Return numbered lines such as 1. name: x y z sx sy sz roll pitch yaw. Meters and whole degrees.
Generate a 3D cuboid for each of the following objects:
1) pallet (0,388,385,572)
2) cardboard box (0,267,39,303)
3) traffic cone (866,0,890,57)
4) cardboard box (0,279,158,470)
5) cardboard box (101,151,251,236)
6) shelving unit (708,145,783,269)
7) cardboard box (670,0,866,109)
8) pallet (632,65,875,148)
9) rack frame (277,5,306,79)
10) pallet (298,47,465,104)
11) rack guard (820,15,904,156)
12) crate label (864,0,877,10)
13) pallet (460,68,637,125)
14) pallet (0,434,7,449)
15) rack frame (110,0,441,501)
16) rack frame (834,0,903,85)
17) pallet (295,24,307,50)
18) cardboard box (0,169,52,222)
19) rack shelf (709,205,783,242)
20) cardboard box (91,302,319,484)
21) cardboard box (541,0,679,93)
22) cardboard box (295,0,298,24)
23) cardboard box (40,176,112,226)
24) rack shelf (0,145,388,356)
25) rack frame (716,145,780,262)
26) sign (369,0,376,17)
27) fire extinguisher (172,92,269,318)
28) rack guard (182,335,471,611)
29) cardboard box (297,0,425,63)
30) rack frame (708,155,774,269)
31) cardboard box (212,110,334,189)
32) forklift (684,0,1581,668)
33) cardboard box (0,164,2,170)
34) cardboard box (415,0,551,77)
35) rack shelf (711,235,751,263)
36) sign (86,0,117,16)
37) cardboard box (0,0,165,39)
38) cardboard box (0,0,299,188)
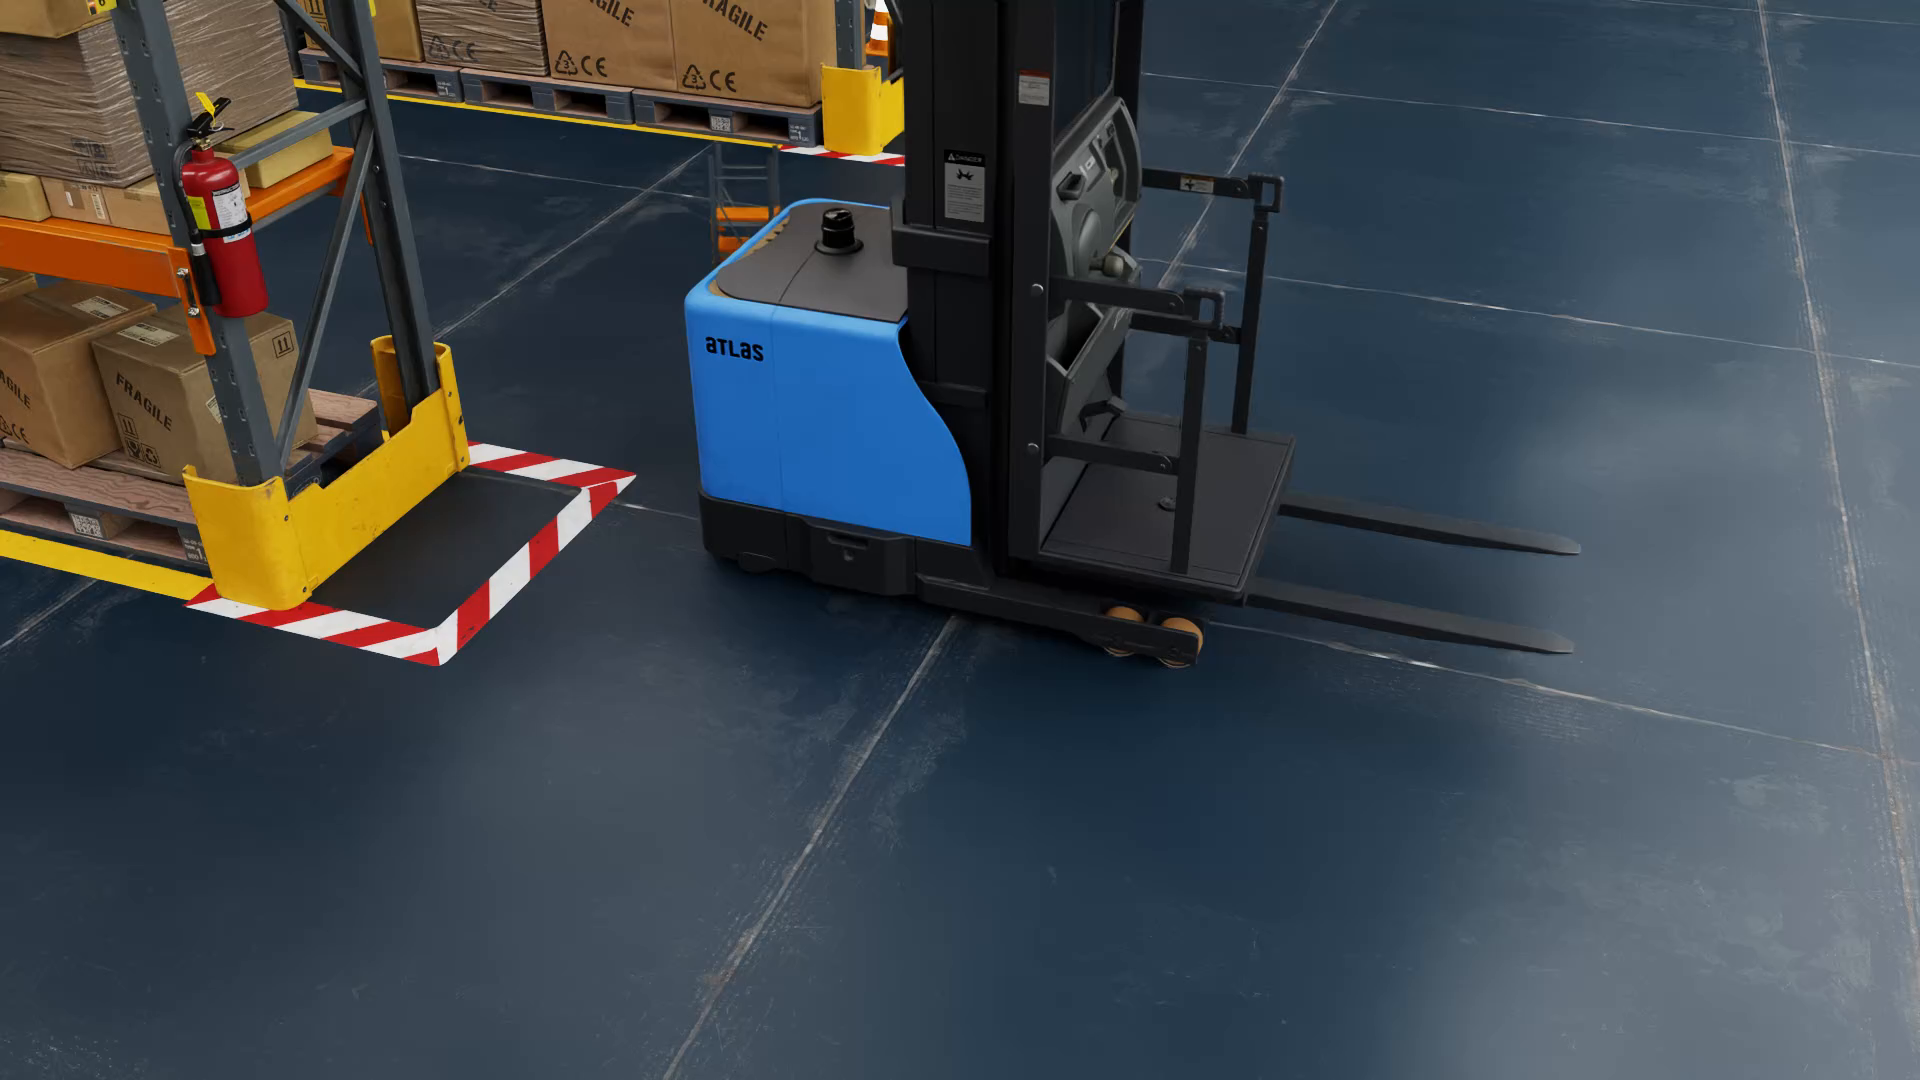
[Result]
1. pallet: -3.078 -0.326 6.560 1.213 0.211 1.003 11 34 16
2. cardboard box: -3.993 -0.782 6.613 0.500 0.500 0.500 14 35 21
3. traffic cone: -0.506 -3.587 11.380 0.334 0.463 0.336 11 34 16
4. cardboard box: -3.411 -0.658 6.421 0.500 0.500 0.500 21 38 29
5. cardboard box: -2.592 -1.158 5.510 0.250 0.149 0.380 11 34 16
6. shelving unit: -0.829 -0.942 6.588 0.258 1.200 0.189 1 25 1
7. cardboard box: -1.146 -3.205 10.020 0.875 0.875 0.875 11 35 17
8. pallet: -1.265 -2.766 10.339 1.213 0.211 1.003 11 34 16
9. rack frame: -4.251 -4.563 10.552 0.127 3.000 1.000 11 34 16
10. pallet: -3.562 -3.212 11.031 1.213 0.211 1.003 11 34 16
11. rack guard: -0.463 -2.776 10.089 0.348 0.500 1.175 11 34 16
12. crate label: -0.566 -4.077 12.439 0.298 0.136 0.250 -6 33 -9
13. pallet: -2.409 -2.990 10.686 1.213 0.211 1.003 11 34 16
14. pallet: -4.223 -0.550 6.907 1.213 0.211 1.003 11 34 16
15. rack frame: -2.254 -1.317 5.524 0.127 3.000 1.000 11 34 16
16. rack frame: -0.486 -3.831 9.418 0.127 3.000 1.000 11 34 16
17. pallet: -5.003 -3.494 11.467 1.213 0.211 1.003 11 34 16
18. cardboard box: -3.080 -1.223 5.611 0.250 0.149 0.380 11 34 16
19. rack shelf: -0.828 -1.228 6.455 0.258 0.103 0.180 1 25 1
20. cardboard box: -2.836 -0.566 6.278 0.500 0.500 0.500 18 37 25
21. cardboard box: -1.975 -3.365 10.268 0.875 0.875 0.875 10 34 16
22. cardboard box: -4.866 -3.862 11.153 0.750 0.750 1.050 11 34 16
23. cardboard box: -2.827 -1.204 5.581 0.250 0.149 0.380 11 34 16
24. rack shelf: -4.137 -1.380 6.286 4.000 0.370 1.077 11 34 16
25. rack frame: -0.826 -0.980 6.671 0.240 1.200 0.006 1 25 1
26. sign: -2.071 -1.957 5.718 0.005 0.325 0.100 11 34 16
27. fire extinguisher: -2.302 -1.028 5.148 0.183 0.674 0.296 11 34 16
28. rack guard: -2.326 -0.280 6.223 0.348 0.500 1.175 11 34 16
29. cardboard box: -3.683 -3.696 10.780 0.875 0.875 0.875 12 35 17
30. rack frame: -0.831 -0.903 6.505 0.240 1.200 0.006 1 25 1
31. cardboard box: -2.442 -1.385 5.861 0.250 0.149 0.380 11 34 16
32. forklift: 0.630 -1.128 5.295 3.031 2.935 1.130 11 34 16
33. cardboard box: -3.274 -1.629 5.640 0.500 0.500 0.875 11 34 16
34. cardboard box: -2.833 -3.533 10.528 0.875 0.875 0.875 11 35 17
35. rack shelf: -0.828 -1.119 6.505 0.258 0.103 0.180 1 25 1
36. sign: -2.460 -1.656 4.691 0.005 0.325 0.100 11 34 16
37. cardboard box: -2.855 -1.878 5.105 0.500 0.500 0.500 11 34 16
38. cardboard box: -2.763 -1.598 5.594 0.500 0.500 0.875 11 34 16
